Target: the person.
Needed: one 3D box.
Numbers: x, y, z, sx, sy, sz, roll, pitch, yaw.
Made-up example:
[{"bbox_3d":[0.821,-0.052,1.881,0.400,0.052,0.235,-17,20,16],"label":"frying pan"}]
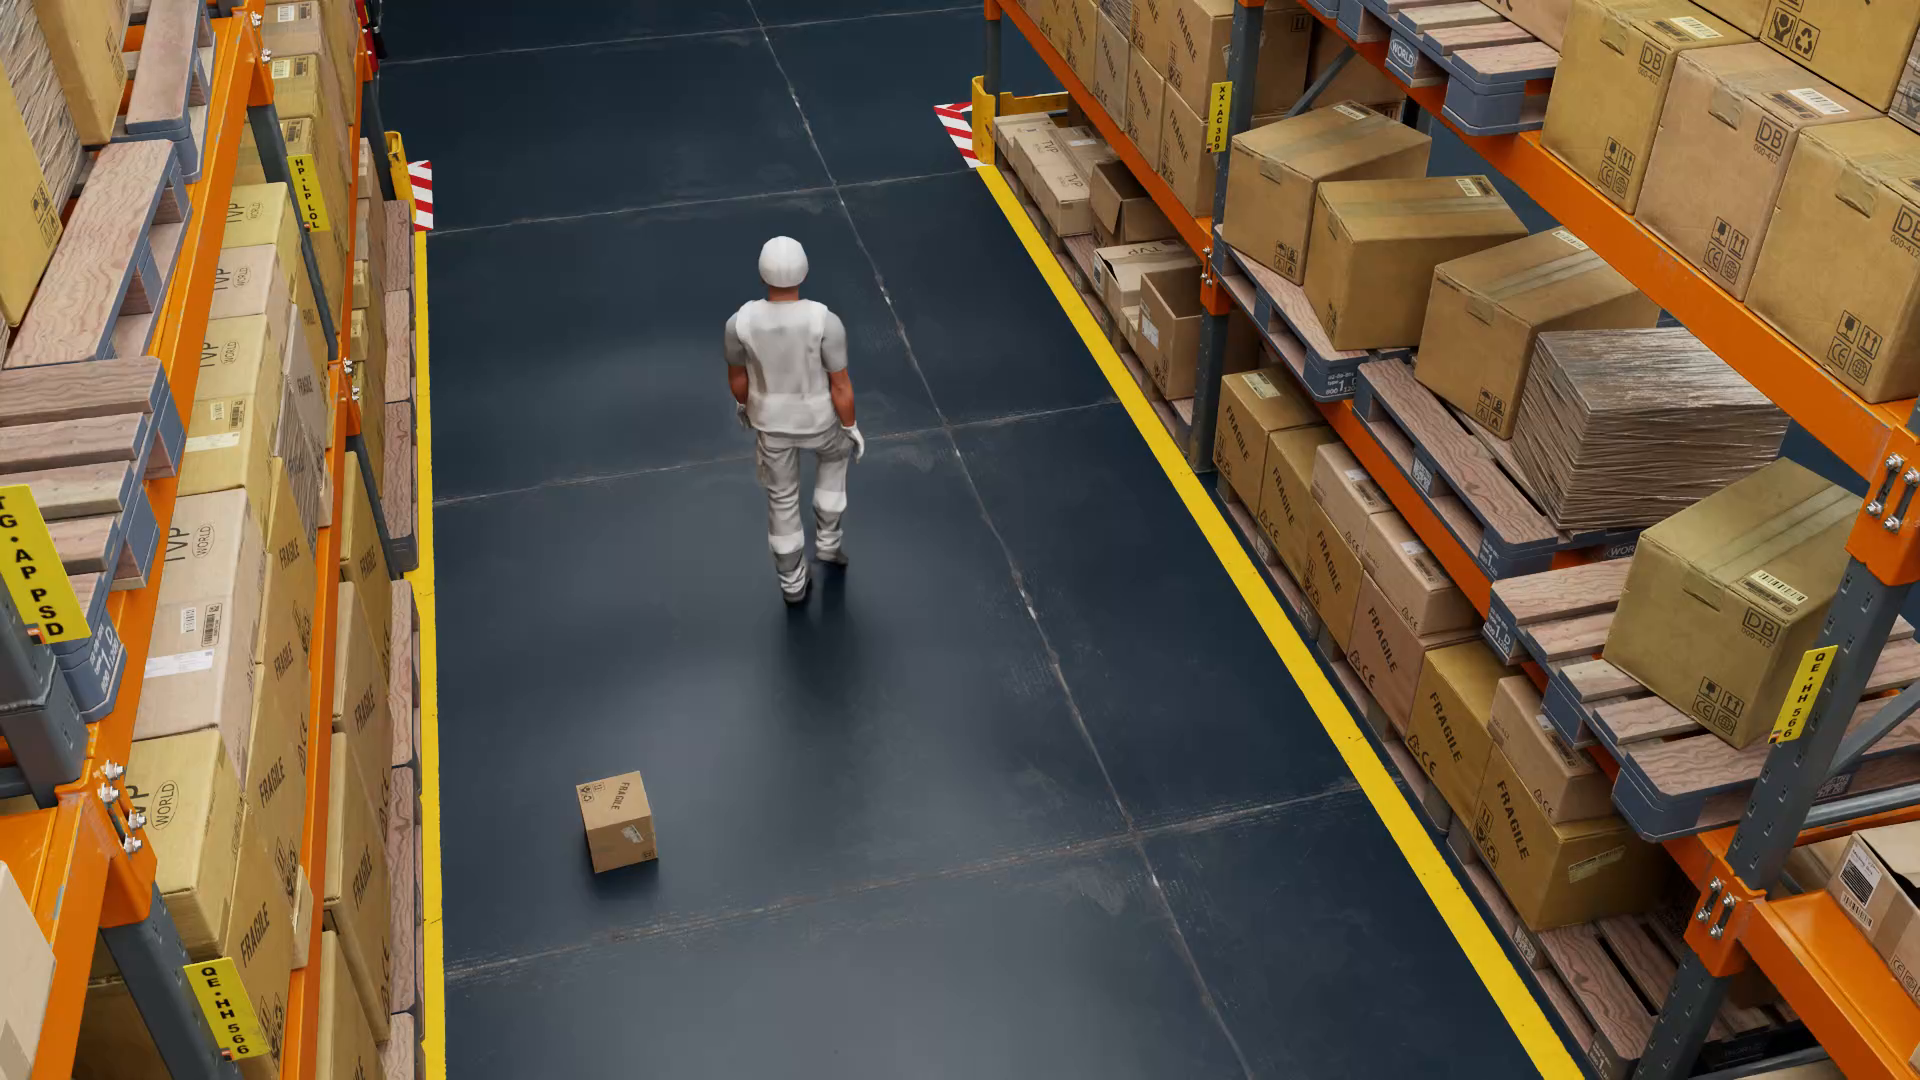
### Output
[{"bbox_3d":[-0.715,-0.533,7.373,0.592,1.834,0.511,0,38,0],"label":"person"}]
